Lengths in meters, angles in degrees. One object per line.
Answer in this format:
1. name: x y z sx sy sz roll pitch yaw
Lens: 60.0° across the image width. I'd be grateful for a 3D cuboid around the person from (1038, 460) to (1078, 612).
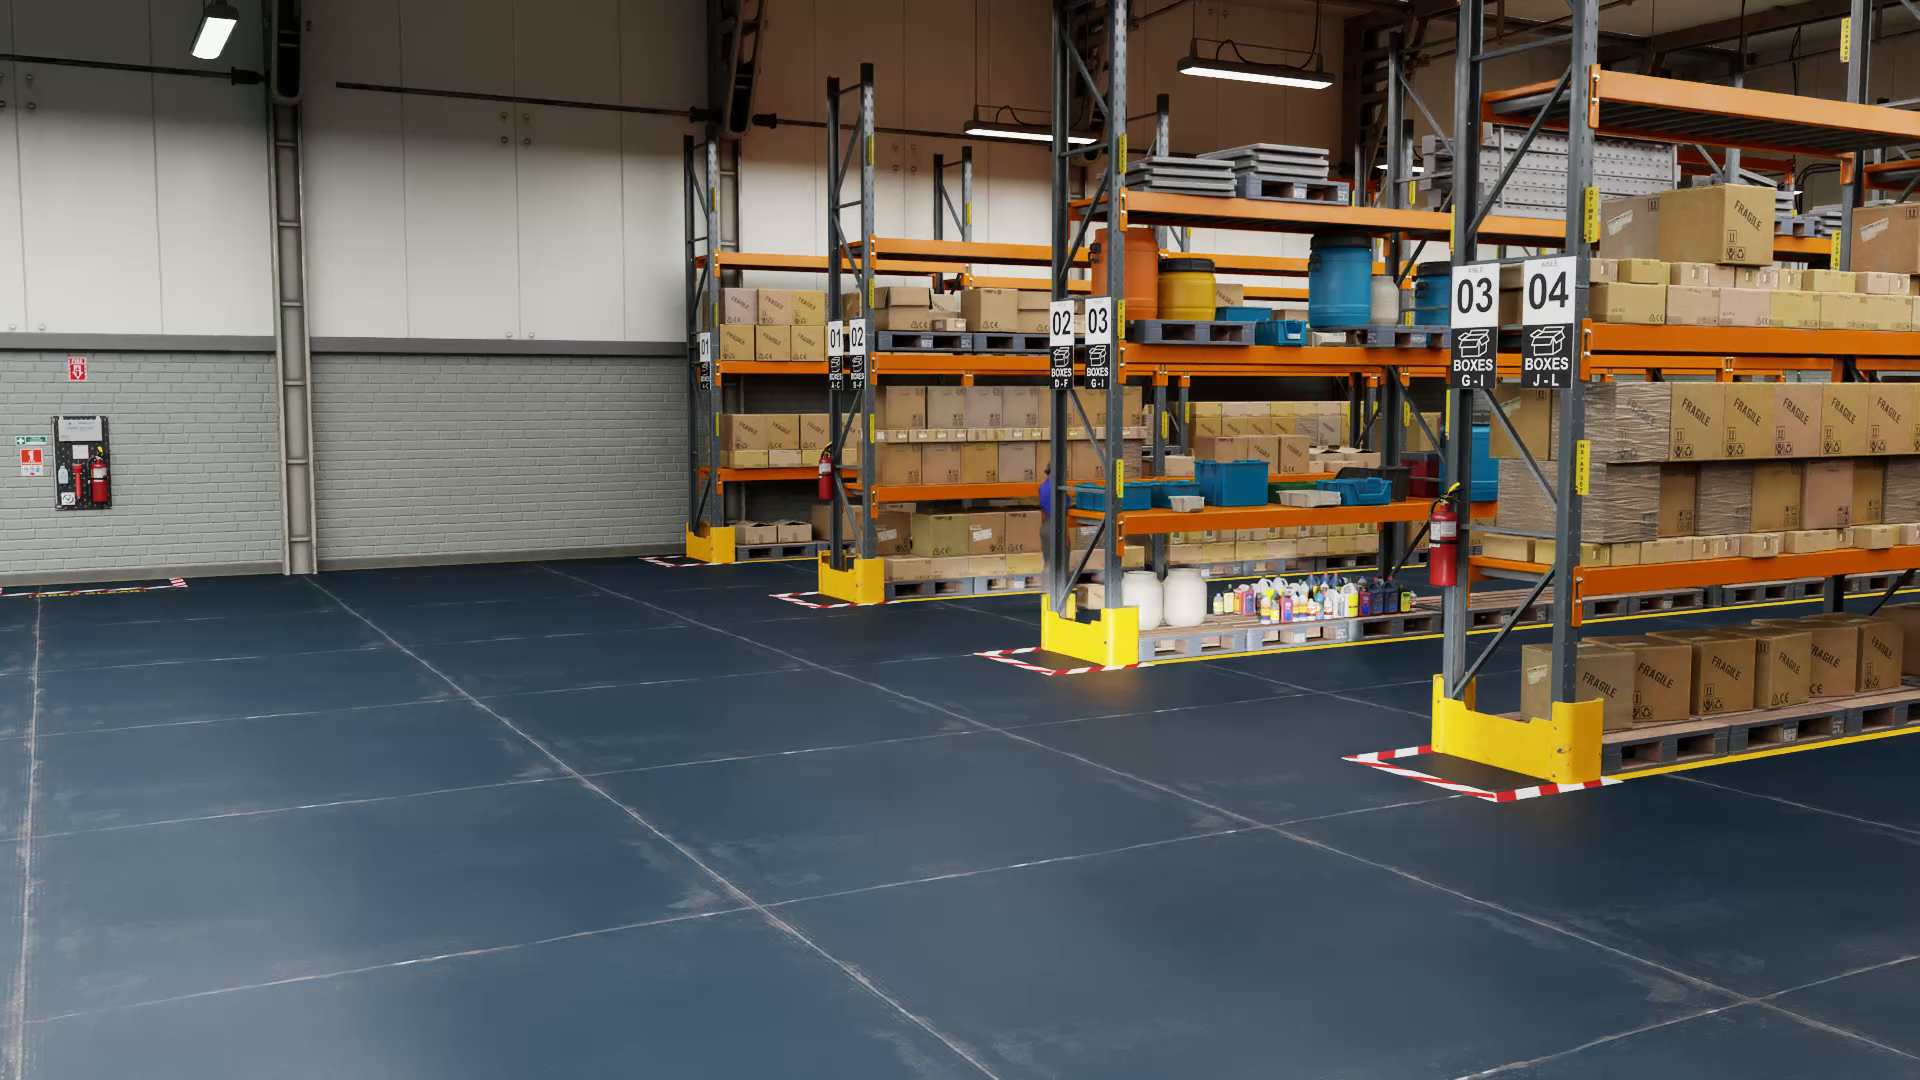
1. person: 1.056 -0.055 18.116 0.354 1.670 0.444 -3 6 -28
